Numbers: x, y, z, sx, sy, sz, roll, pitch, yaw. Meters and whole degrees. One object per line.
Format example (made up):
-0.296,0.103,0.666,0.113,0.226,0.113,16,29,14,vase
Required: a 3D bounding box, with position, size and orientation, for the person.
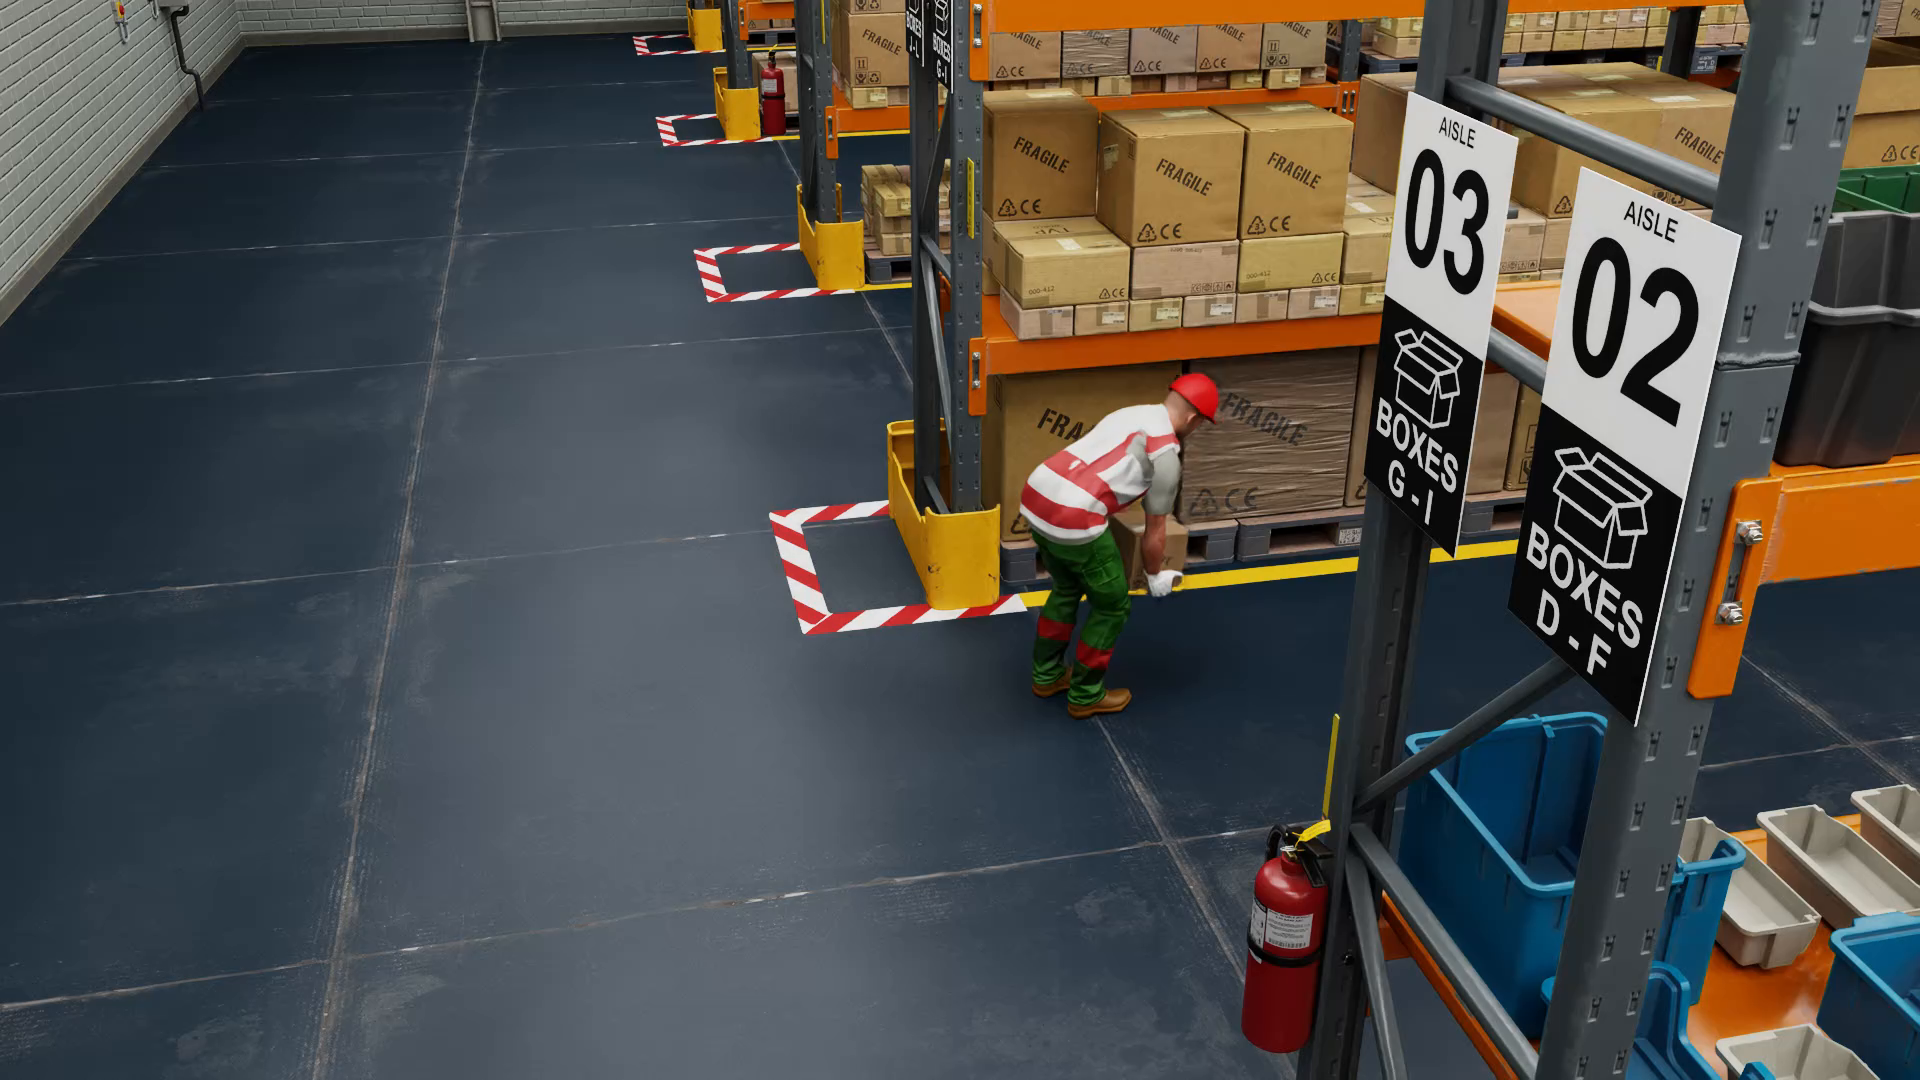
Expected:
0.676,0.019,6.980,0.887,1.401,0.478,-14,30,-26,person
